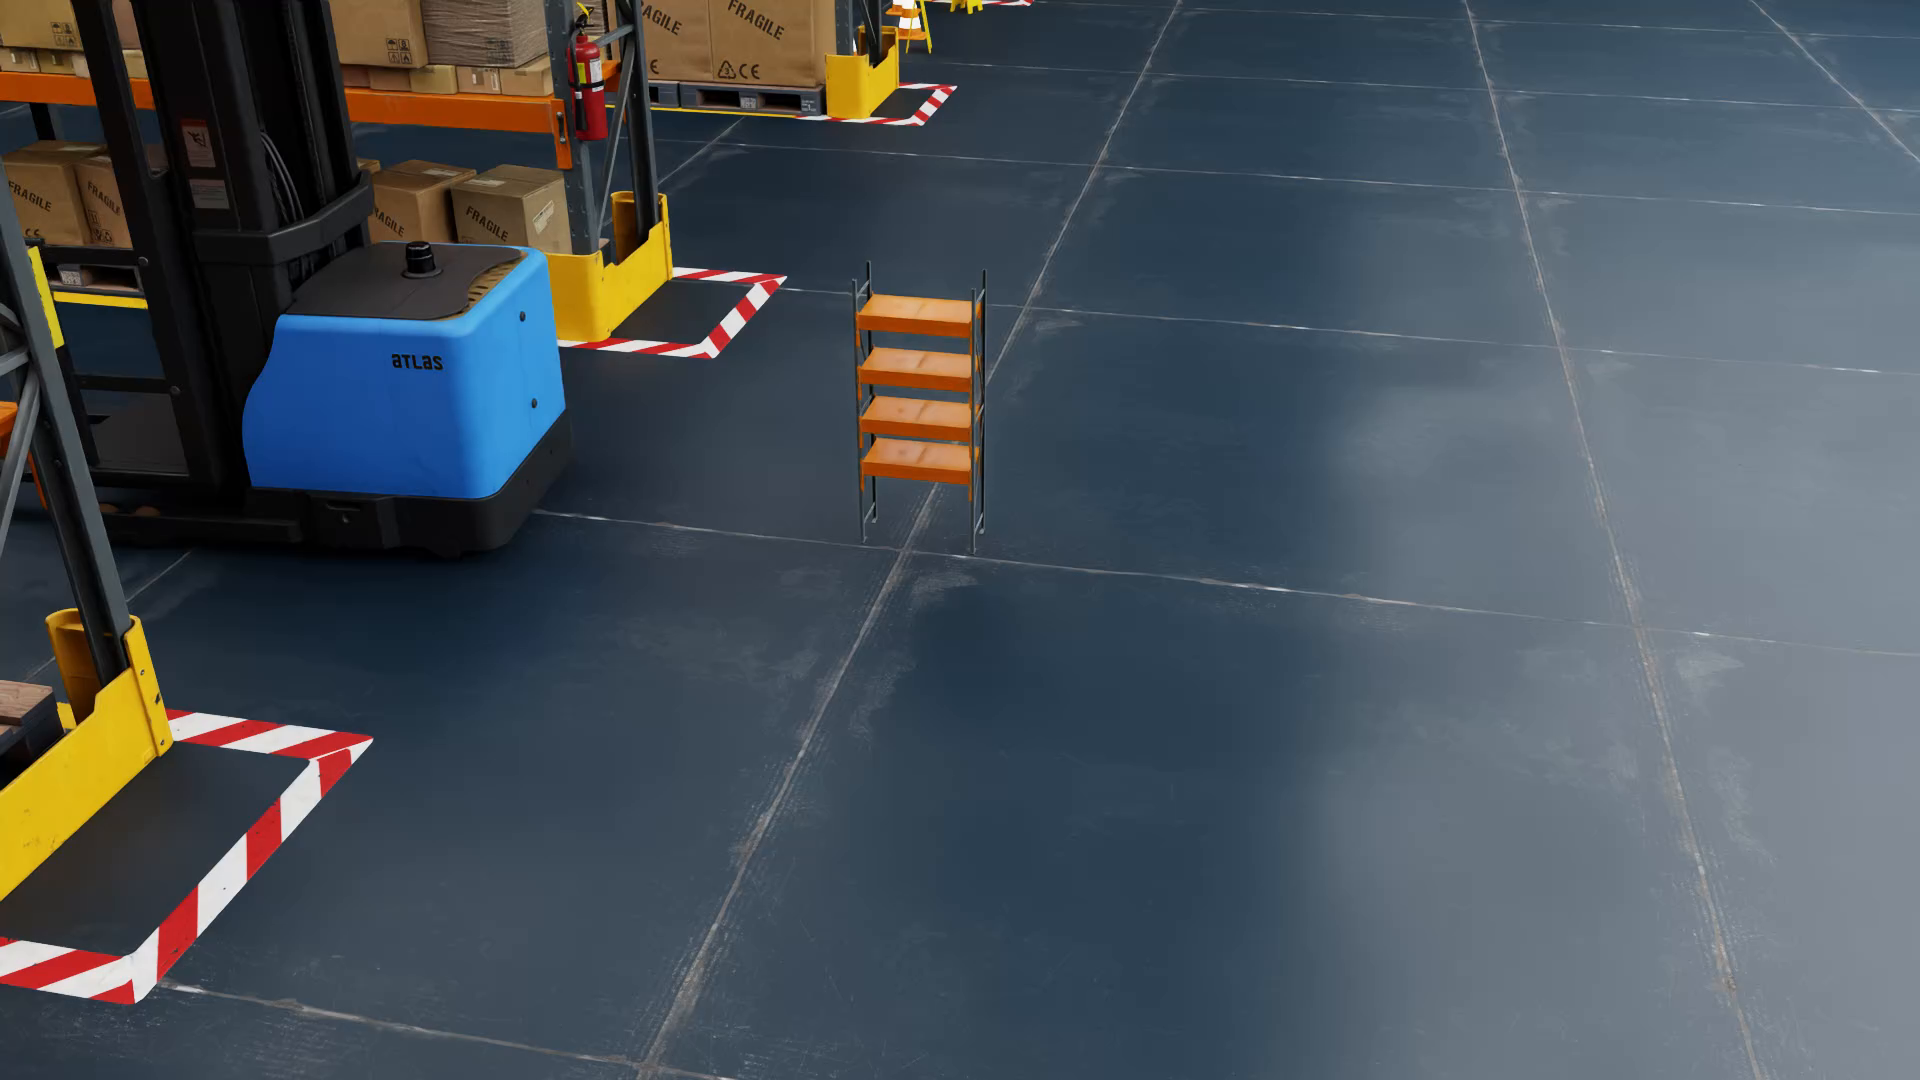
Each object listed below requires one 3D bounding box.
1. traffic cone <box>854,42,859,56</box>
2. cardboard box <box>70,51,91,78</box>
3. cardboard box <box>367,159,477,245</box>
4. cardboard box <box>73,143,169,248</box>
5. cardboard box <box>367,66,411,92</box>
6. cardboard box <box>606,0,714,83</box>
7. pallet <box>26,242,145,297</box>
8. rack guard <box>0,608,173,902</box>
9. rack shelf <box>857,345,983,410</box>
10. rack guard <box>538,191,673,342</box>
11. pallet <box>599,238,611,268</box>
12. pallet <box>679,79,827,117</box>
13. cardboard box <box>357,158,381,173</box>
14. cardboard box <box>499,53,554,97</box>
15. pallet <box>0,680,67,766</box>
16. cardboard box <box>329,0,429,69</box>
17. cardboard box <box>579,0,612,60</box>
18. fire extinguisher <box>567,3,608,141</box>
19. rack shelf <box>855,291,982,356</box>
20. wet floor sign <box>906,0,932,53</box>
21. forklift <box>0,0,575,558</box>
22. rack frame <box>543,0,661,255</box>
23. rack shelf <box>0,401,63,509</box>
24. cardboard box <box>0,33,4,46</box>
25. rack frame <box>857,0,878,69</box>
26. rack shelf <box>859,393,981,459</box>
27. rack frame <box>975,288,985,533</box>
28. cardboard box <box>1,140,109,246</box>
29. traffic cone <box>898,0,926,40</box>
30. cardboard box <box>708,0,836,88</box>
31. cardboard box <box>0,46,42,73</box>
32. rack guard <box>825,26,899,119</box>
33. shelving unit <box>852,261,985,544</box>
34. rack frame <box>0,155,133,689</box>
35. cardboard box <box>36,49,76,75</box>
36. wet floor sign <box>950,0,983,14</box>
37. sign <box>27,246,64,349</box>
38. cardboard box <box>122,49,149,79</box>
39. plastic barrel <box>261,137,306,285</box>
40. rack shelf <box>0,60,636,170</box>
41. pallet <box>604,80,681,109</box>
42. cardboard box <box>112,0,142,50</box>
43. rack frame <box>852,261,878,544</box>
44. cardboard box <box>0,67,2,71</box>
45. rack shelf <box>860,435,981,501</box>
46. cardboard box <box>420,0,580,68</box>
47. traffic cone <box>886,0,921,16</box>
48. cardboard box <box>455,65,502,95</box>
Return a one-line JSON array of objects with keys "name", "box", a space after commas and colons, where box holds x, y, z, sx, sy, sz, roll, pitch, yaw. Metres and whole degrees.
[{"name": "traffic cone", "box": [-1.053, -4.621, 15.208, 0.334, 0.463, 0.336, 6, 29, 11]}, {"name": "cardboard box", "box": [-4.754, -2.714, 9.345, 0.250, 0.149, 0.380, 6, 29, 11]}, {"name": "cardboard box", "box": [-3.163, -1.896, 9.755, 0.500, 0.500, 0.500, 14, 32, 24]}, {"name": "cardboard box", "box": [-4.932, -2.070, 10.073, 0.500, 0.500, 0.500, 16, 32, 26]}, {"name": "cardboard box", "box": [-3.027, -2.574, 9.090, 0.250, 0.149, 0.380, 6, 29, 11]}, {"name": "cardboard box", "box": [-2.368, -4.390, 13.920, 0.875, 0.875, 0.875, 5, 29, 10]}, {"name": "pallet", "box": [-5.212, -1.821, 10.357, 1.213, 0.211, 1.003, 6, 29, 11]}, {"name": "rack guard", "box": [-3.083, 0.743, 5.372, 0.348, 0.500, 1.175, 6, 29, 11]}, {"name": "rack shelf", "box": [-0.162, -0.680, 6.917, 0.480, 0.148, 0.258, 6, 29, 11]}, {"name": "rack guard", "box": [-2.039, -1.605, 9.661, 0.348, 0.500, 1.175, 6, 29, 11]}, {"name": "pallet", "box": [-2.826, -1.577, 9.910, 1.213, 0.211, 1.003, 6, 29, 11]}, {"name": "pallet", "box": [-1.628, -3.833, 14.032, 1.213, 0.211, 1.003, 6, 29, 11]}, {"name": "cardboard box", "box": [-3.772, -1.968, 9.886, 0.500, 0.500, 0.500, 9, 30, 15]}, {"name": "cardboard box", "box": [-2.286, -2.515, 8.983, 0.250, 0.149, 0.380, 6, 29, 11]}, {"name": "pallet", "box": [-3.876, 0.786, 5.595, 1.213, 0.211, 1.003, 6, 29, 11]}, {"name": "cardboard box", "box": [-3.011, -2.930, 9.065, 0.500, 0.500, 0.875, 6, 29, 11]}, {"name": "cardboard box", "box": [-3.259, -4.482, 14.088, 0.875, 0.875, 0.875, 6, 29, 11]}, {"name": "fire extinguisher", "box": [-1.949, -2.432, 8.649, 0.183, 0.674, 0.296, 6, 29, 11]}, {"name": "rack shelf", "box": [-0.162, -0.888, 6.803, 0.480, 0.148, 0.258, 6, 29, 11]}, {"name": "wet floor sign", "box": [-0.388, -4.907, 15.542, 0.232, 0.644, 0.267, 1, 29, 2]}, {"name": "forklift", "box": [-3.436, -5.834, 14.855, 5.386, 2.935, 18.991, 3, 29, 6]}, {"name": "rack frame", "box": [-1.964, -2.694, 9.047, 0.127, 3.000, 1.000, 6, 29, 11]}, {"name": "rack shelf", "box": [-4.955, -0.253, 5.338, 4.000, 0.370, 1.077, 6, 29, 11]}, {"name": "cardboard box", "box": [-5.449, -3.195, 9.549, 0.500, 0.500, 0.875, 6, 29, 11]}, {"name": "rack frame", "box": [-0.831, -5.012, 13.281, 0.053, 2.616, 0.949, 6, 29, 11]}, {"name": "rack shelf", "box": [-0.162, -0.484, 7.024, 0.480, 0.148, 0.258, 6, 29, 11]}, {"name": "rack frame", "box": [0.077, -0.519, 6.948, 0.006, 1.046, 0.228, 6, 29, 11]}, {"name": "cardboard box", "box": [-5.493, -2.124, 10.172, 0.500, 0.500, 0.500, 5, 29, 9]}, {"name": "traffic cone", "box": [-0.484, -5.117, 16.115, 0.334, 0.463, 0.336, 6, 29, 11]}, {"name": "cardboard box", "box": [-1.507, -4.302, 13.760, 0.875, 0.875, 0.875, 6, 29, 11]}, {"name": "cardboard box", "box": [-5.237, -2.779, 9.464, 0.250, 0.149, 0.380, 6, 29, 11]}, {"name": "rack guard", "box": [-0.806, -3.914, 13.879, 0.348, 0.500, 1.175, 6, 29, 11]}, {"name": "shelving unit", "box": [-0.164, -0.543, 6.993, 0.499, 1.200, 0.258, 6, 29, 11]}, {"name": "rack frame", "box": [-2.999, -0.368, 4.798, 0.127, 3.000, 1.000, 6, 29, 11]}, {"name": "cardboard box", "box": [-4.990, -2.758, 9.426, 0.250, 0.149, 0.380, 6, 29, 11]}, {"name": "wet floor sign", "box": [0.067, -5.794, 17.161, 0.232, 0.644, 0.267, 17, 33, 28]}, {"name": "sign", "box": [-2.880, -0.747, 5.203, 0.005, 0.325, 0.100, 6, 29, 11]}, {"name": "cardboard box", "box": [-4.501, -2.708, 9.335, 0.250, 0.149, 0.380, 6, 29, 11]}, {"name": "plastic barrel", "box": [-7.441, -0.839, 6.810, 9.010, 1.474, 2.671, 6, 29, 11]}, {"name": "rack shelf", "box": [-3.920, -2.579, 9.586, 4.000, 0.370, 1.077, 6, 29, 11]}, {"name": "pallet", "box": [-2.818, -3.957, 14.258, 1.213, 0.211, 1.003, 6, 29, 11]}, {"name": "cardboard box", "box": [-4.457, -3.126, 9.422, 0.500, 0.500, 0.875, 6, 29, 11]}, {"name": "rack frame", "box": [-0.401, -0.567, 7.037, 0.015, 1.200, 0.240, 6, 29, 11]}, {"name": "cardboard box", "box": [-5.487, -2.791, 9.486, 0.250, 0.149, 0.380, 6, 29, 11]}, {"name": "rack shelf", "box": [-0.162, -0.310, 7.120, 0.480, 0.148, 0.258, 6, 29, 11]}, {"name": "cardboard box", "box": [-2.497, -2.936, 9.076, 0.500, 0.500, 0.875, 6, 29, 11]}, {"name": "traffic cone", "box": [-0.585, -5.673, 17.129, 0.334, 0.463, 0.336, 6, 29, 11]}, {"name": "cardboard box", "box": [-2.531, -2.541, 9.029, 0.250, 0.149, 0.380, 6, 29, 11]}]
